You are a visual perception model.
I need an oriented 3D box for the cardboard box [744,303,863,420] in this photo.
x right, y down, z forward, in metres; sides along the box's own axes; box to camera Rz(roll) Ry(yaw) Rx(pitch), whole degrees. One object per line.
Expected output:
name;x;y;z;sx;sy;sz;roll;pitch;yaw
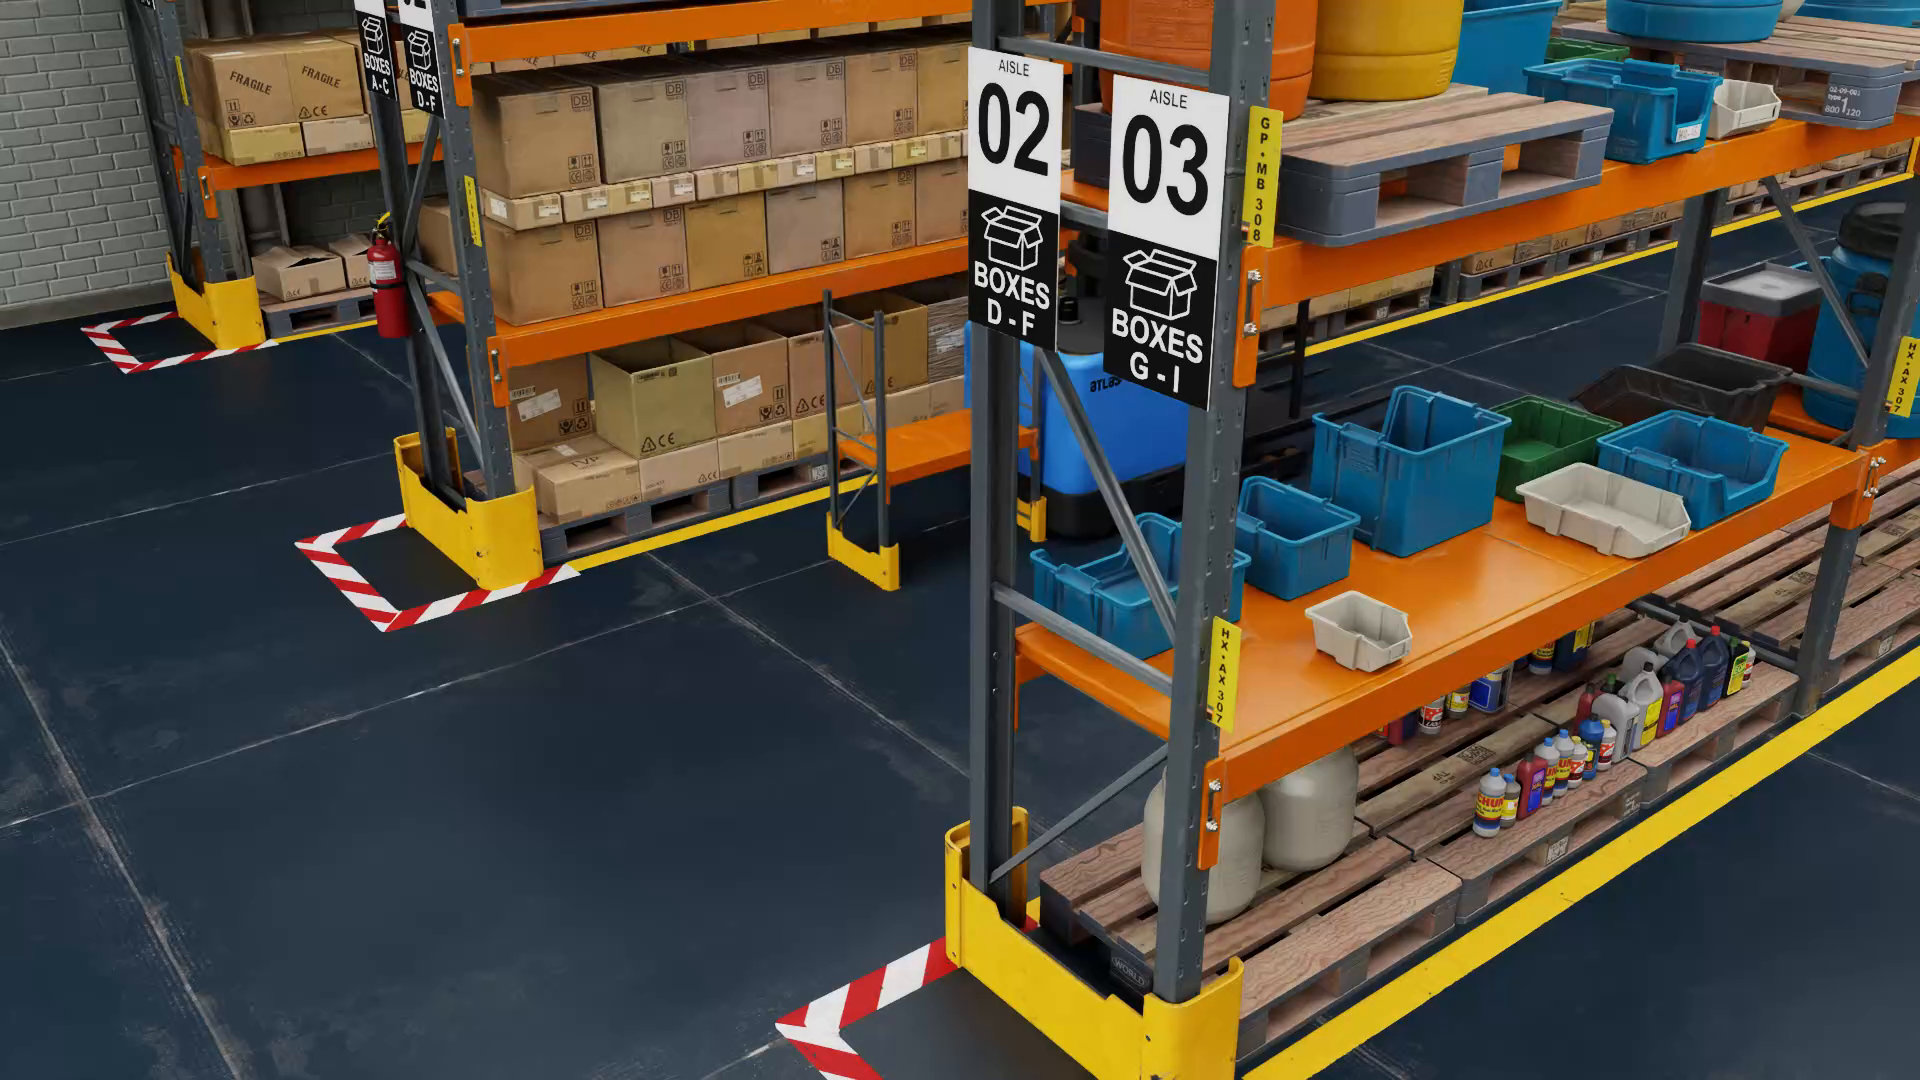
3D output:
cardboard box;-0.926;-1.067;9.863;0.500;0.500;0.500;-18;31;-34

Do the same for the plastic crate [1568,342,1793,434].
plastic crate;3.044;-0.605;7.063;0.504;0.338;0.767;-18;31;-34

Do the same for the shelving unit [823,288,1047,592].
shelving unit;-0.122;-0.642;8.852;1.083;1.500;0.587;-18;30;-33

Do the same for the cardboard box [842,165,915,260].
cardboard box;-0.673;-2.028;9.938;0.500;0.500;0.700;-18;30;-33

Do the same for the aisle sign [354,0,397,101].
aisle sign;-2.900;-2.589;8.177;0.004;0.787;0.394;-18;31;-34

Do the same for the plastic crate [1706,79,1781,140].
plastic crate;2.521;-1.417;5.489;0.396;0.136;0.243;-18;31;-34

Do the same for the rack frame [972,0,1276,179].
rack frame;0.387;-2.409;3.750;0.127;3.000;1.000;-18;31;-34

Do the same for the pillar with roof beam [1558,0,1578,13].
pillar with roof beam;11.111;-9.409;18.833;0.400;9.000;9.100;-18;31;-34

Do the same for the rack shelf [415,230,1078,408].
rack shelf;-1.093;-1.523;9.822;4.000;0.370;1.077;-18;31;-34

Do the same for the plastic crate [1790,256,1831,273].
plastic crate;4.210;-1.109;8.095;0.575;0.384;0.392;-18;31;-34

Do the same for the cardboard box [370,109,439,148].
cardboard box;-4.342;-3.202;12.741;0.500;0.250;0.500;-19;31;-35

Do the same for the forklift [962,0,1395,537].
forklift;1.490;-1.829;9.710;3.031;2.935;1.130;-18;30;-33

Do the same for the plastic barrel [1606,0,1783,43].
plastic barrel;2.685;-2.282;5.946;0.708;0.901;0.600;-18;31;-34

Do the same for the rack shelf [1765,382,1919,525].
rack shelf;5.108;-0.920;8.523;4.000;0.370;1.077;-18;31;-34

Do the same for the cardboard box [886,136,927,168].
cardboard box;-0.403;-2.303;9.759;0.250;0.149;0.380;-18;31;-34

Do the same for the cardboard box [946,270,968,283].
cardboard box;-0.077;-1.635;11.087;0.500;0.500;0.500;-18;31;-34

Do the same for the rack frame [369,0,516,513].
rack frame;-2.667;-1.329;8.551;0.127;3.000;1.000;-18;31;-34

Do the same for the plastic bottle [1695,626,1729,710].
plastic bottle;3.205;0.538;7.151;0.185;0.351;0.144;-19;31;-35

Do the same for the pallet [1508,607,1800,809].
pallet;2.980;0.699;7.493;1.213;0.211;1.003;-18;31;-34

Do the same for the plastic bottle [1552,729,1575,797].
plastic bottle;2.354;0.868;6.535;0.097;0.271;0.097;0;25;0

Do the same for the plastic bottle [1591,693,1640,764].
plastic bottle;2.670;0.747;6.791;0.135;0.276;0.152;-18;30;-33

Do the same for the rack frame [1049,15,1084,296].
rack frame;0.481;-2.368;10.790;0.127;3.000;1.000;-18;31;-34

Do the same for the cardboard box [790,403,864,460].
cardboard box;-0.926;-0.727;10.021;0.500;0.250;0.500;-18;31;-34

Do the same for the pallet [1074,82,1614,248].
pallet;1.098;-1.145;4.815;1.213;0.211;1.003;-18;31;-34

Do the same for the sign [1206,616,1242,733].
sign;0.723;0.370;4.560;0.005;0.325;0.100;-18;31;-34

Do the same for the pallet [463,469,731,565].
pallet;-2.091;-0.277;9.596;1.213;0.211;1.003;-18;31;-34

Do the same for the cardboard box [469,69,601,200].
cardboard box;-2.250;-2.094;8.539;0.500;0.500;0.700;-18;30;-34

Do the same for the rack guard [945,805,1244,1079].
rack guard;0.417;1.411;5.616;0.348;0.500;1.175;-18;31;-34

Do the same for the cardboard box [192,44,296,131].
cardboard box;-5.165;-3.275;12.007;0.500;0.500;0.500;-18;31;-34

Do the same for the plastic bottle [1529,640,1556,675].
plastic bottle;2.603;0.461;7.411;0.097;0.271;0.097;0;25;0

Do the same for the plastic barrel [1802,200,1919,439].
plastic barrel;4.025;-0.954;7.147;0.708;0.901;0.600;-18;31;-34

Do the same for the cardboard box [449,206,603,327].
cardboard box;-2.292;-1.492;8.782;0.500;0.500;0.700;-18;31;-34

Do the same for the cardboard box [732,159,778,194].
cardboard box;-1.213;-2.035;9.182;0.250;0.149;0.380;-19;31;-35

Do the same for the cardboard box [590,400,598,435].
cardboard box;-2.041;-0.644;9.841;0.500;0.250;0.500;-18;31;-34

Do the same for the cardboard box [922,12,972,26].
cardboard box;-0.218;-5.013;15.847;0.500;0.500;0.700;-22;33;-39

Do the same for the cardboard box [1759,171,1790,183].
cardboard box;7.914;-3.626;16.343;0.250;0.166;0.380;-18;31;-34

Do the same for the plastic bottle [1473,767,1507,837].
plastic bottle;2.006;0.983;6.288;0.097;0.271;0.097;0;25;0

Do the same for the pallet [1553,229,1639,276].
pallet;5.199;-2.639;14.686;1.213;0.211;1.003;-18;31;-34

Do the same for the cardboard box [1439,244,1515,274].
cardboard box;4.163;-2.497;13.513;0.500;0.500;0.500;-17;30;-32

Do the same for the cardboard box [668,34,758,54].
cardboard box;-2.157;-4.374;14.471;0.500;0.500;0.700;-18;30;-34

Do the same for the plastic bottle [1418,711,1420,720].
plastic bottle;1.886;0.634;7.034;0.135;0.276;0.152;-19;31;-35

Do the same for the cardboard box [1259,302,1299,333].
cardboard box;2.161;-1.734;12.190;0.500;0.250;0.500;-18;30;-33

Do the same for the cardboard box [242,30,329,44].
cardboard box;-5.085;-3.571;12.645;0.500;0.500;0.500;-18;30;-33

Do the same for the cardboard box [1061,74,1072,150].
cardboard box;1.228;-4.410;17.245;0.750;0.750;0.750;-19;31;-35

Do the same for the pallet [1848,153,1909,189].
pallet;9.237;-3.993;17.604;1.213;0.211;1.003;-18;31;-34

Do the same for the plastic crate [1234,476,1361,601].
plastic crate;1.110;-0.016;5.898;0.408;0.251;0.499;-18;31;-34

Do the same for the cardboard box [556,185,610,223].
cardboard box;-2.019;-1.769;8.609;0.250;0.149;0.380;-19;31;-35

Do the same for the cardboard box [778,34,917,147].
cardboard box;-0.656;-2.623;9.679;0.500;0.500;0.700;-18;31;-34

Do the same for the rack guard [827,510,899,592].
rack guard;-0.519;0.052;8.842;0.087;0.250;0.587;-18;30;-33

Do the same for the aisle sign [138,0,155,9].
aisle sign;-5.598;-4.031;11.283;0.004;0.787;0.394;-18;31;-34

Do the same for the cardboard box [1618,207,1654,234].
cardboard box;5.776;-3.033;14.670;0.500;0.500;0.500;-18;30;-33

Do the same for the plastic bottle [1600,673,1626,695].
plastic bottle;2.717;0.675;6.936;0.133;0.283;0.061;-18;31;-34

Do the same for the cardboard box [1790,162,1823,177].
cardboard box;8.251;-4.003;16.756;0.637;0.503;0.797;-18;31;-34

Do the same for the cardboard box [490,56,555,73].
cardboard box;-3.552;-3.806;13.150;0.500;0.500;0.500;-19;31;-35
